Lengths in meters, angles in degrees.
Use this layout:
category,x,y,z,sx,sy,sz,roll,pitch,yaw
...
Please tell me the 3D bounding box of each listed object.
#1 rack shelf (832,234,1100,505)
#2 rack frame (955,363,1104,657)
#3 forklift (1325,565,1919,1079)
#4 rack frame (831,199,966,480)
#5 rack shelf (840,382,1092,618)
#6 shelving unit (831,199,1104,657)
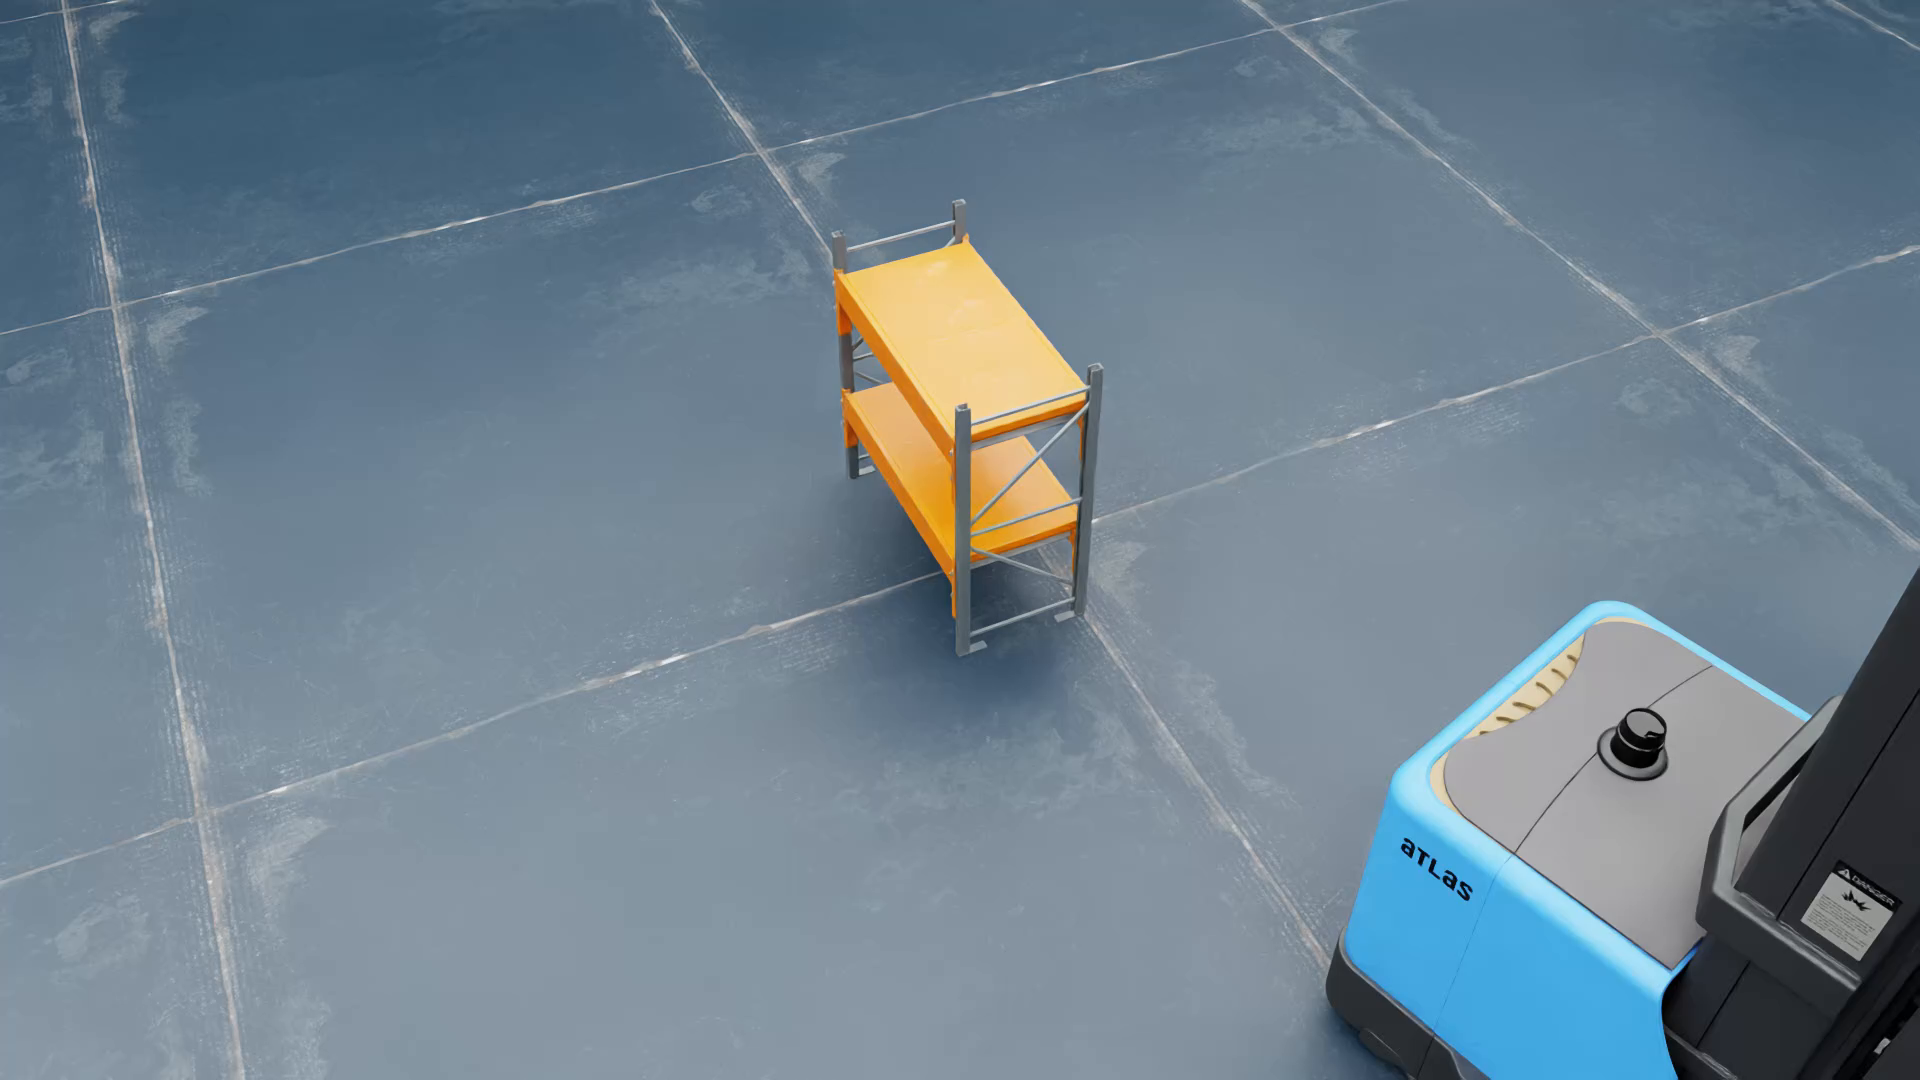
category,x,y,z,sx,sy,sz,roll,pitch,yaw
rack shelf,0.003,-0.604,5.645,0.538,0.278,1.000,-18,47,-17
rack frame,0.217,-0.072,5.522,0.500,1.125,0.032,-18,47,-17
forklift,2.416,0.860,3.291,1.130,2.935,3.031,-32,53,-28
rack frame,-0.211,-0.720,6.179,0.500,1.125,0.032,-18,47,-17
rack shelf,0.003,-0.222,6.022,0.538,0.278,1.000,-18,47,-17
shelving unit,0.003,-0.396,5.851,0.538,1.125,1.048,-18,47,-17
